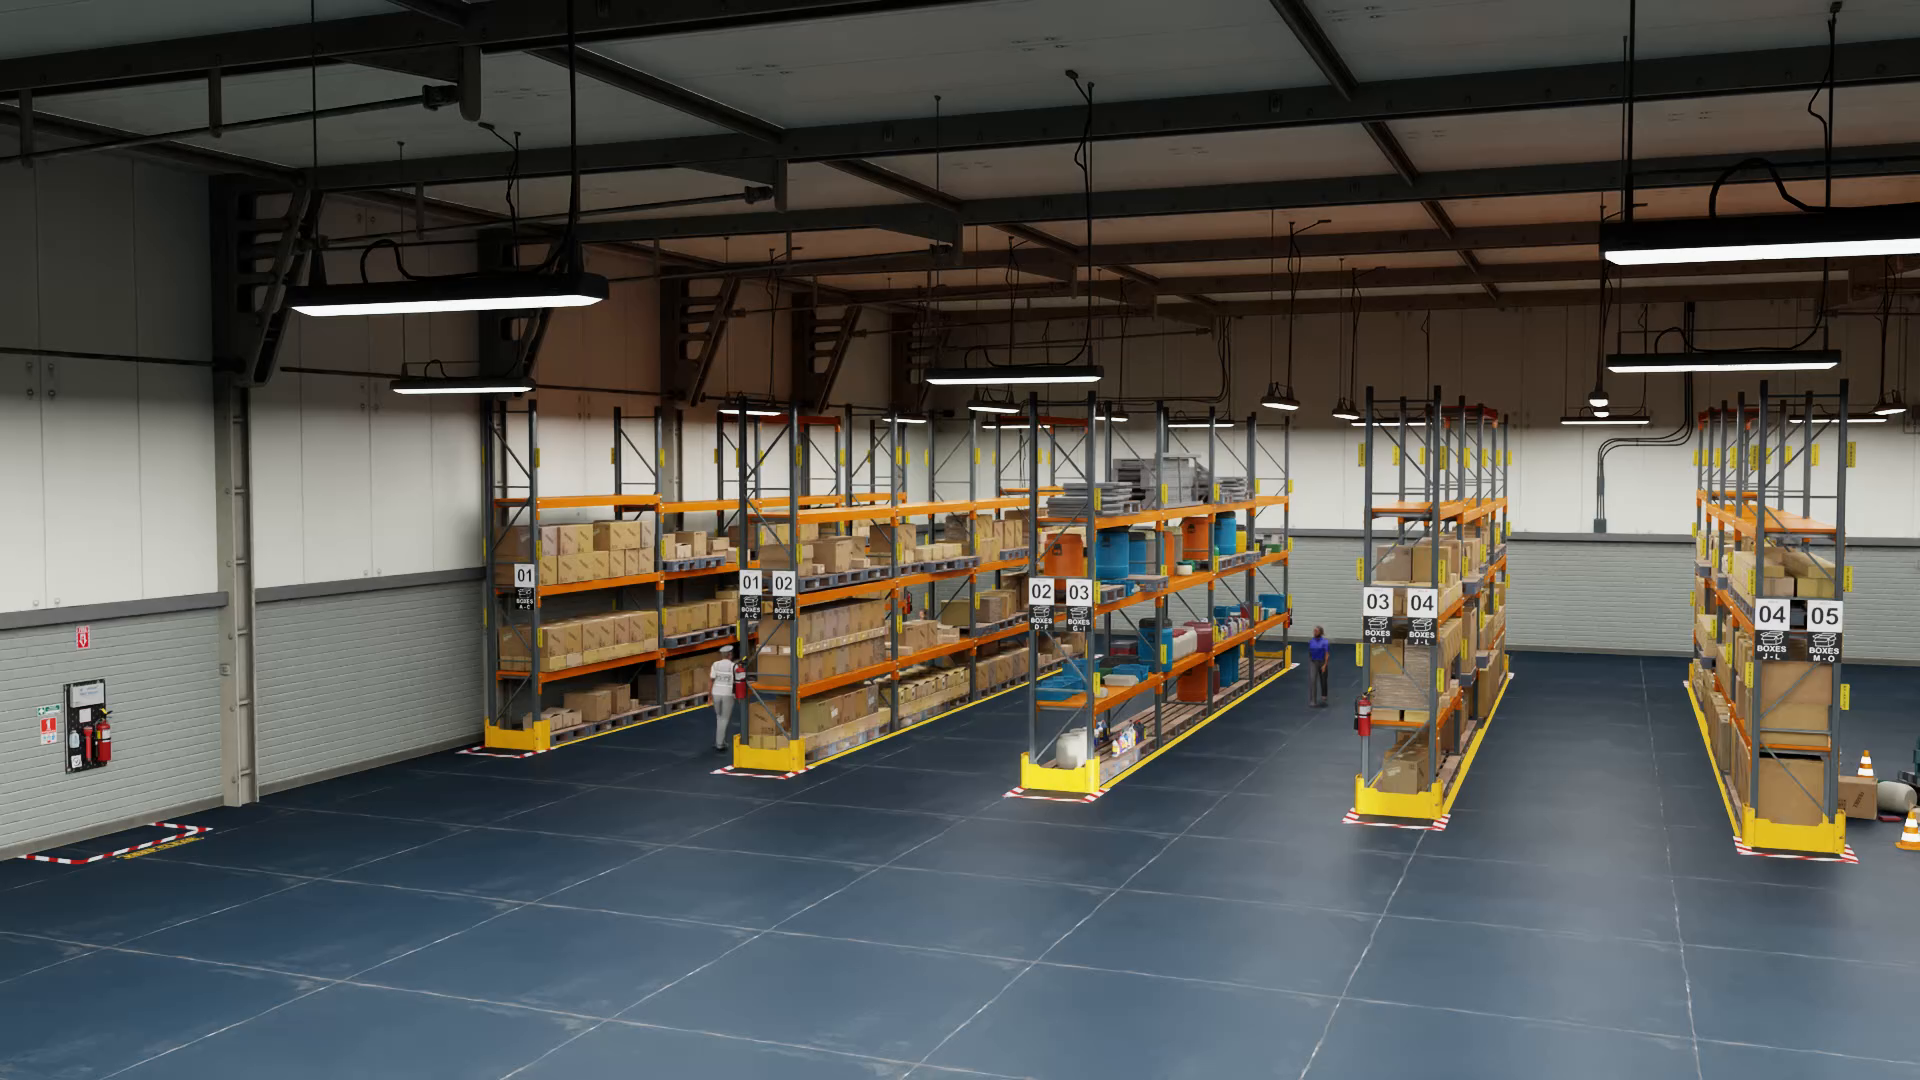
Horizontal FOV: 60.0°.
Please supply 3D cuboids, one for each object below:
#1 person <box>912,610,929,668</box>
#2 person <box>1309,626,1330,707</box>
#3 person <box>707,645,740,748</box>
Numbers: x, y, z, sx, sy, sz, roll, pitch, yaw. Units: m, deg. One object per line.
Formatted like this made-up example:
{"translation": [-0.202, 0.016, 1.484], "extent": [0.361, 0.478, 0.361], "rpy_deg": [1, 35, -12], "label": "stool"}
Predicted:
{"translation": [-0.849, 2.358, 36.934], "extent": [0.498, 1.608, 1.058], "rpy_deg": [1, 3, 19], "label": "person"}
{"translation": [7.265, 2.528, 33.596], "extent": [0.422, 1.593, 1.033], "rpy_deg": [1, 3, 20], "label": "person"}
{"translation": [-4.056, 2.734, 28.704], "extent": [0.569, 1.827, 0.594], "rpy_deg": [1, 3, 18], "label": "person"}
